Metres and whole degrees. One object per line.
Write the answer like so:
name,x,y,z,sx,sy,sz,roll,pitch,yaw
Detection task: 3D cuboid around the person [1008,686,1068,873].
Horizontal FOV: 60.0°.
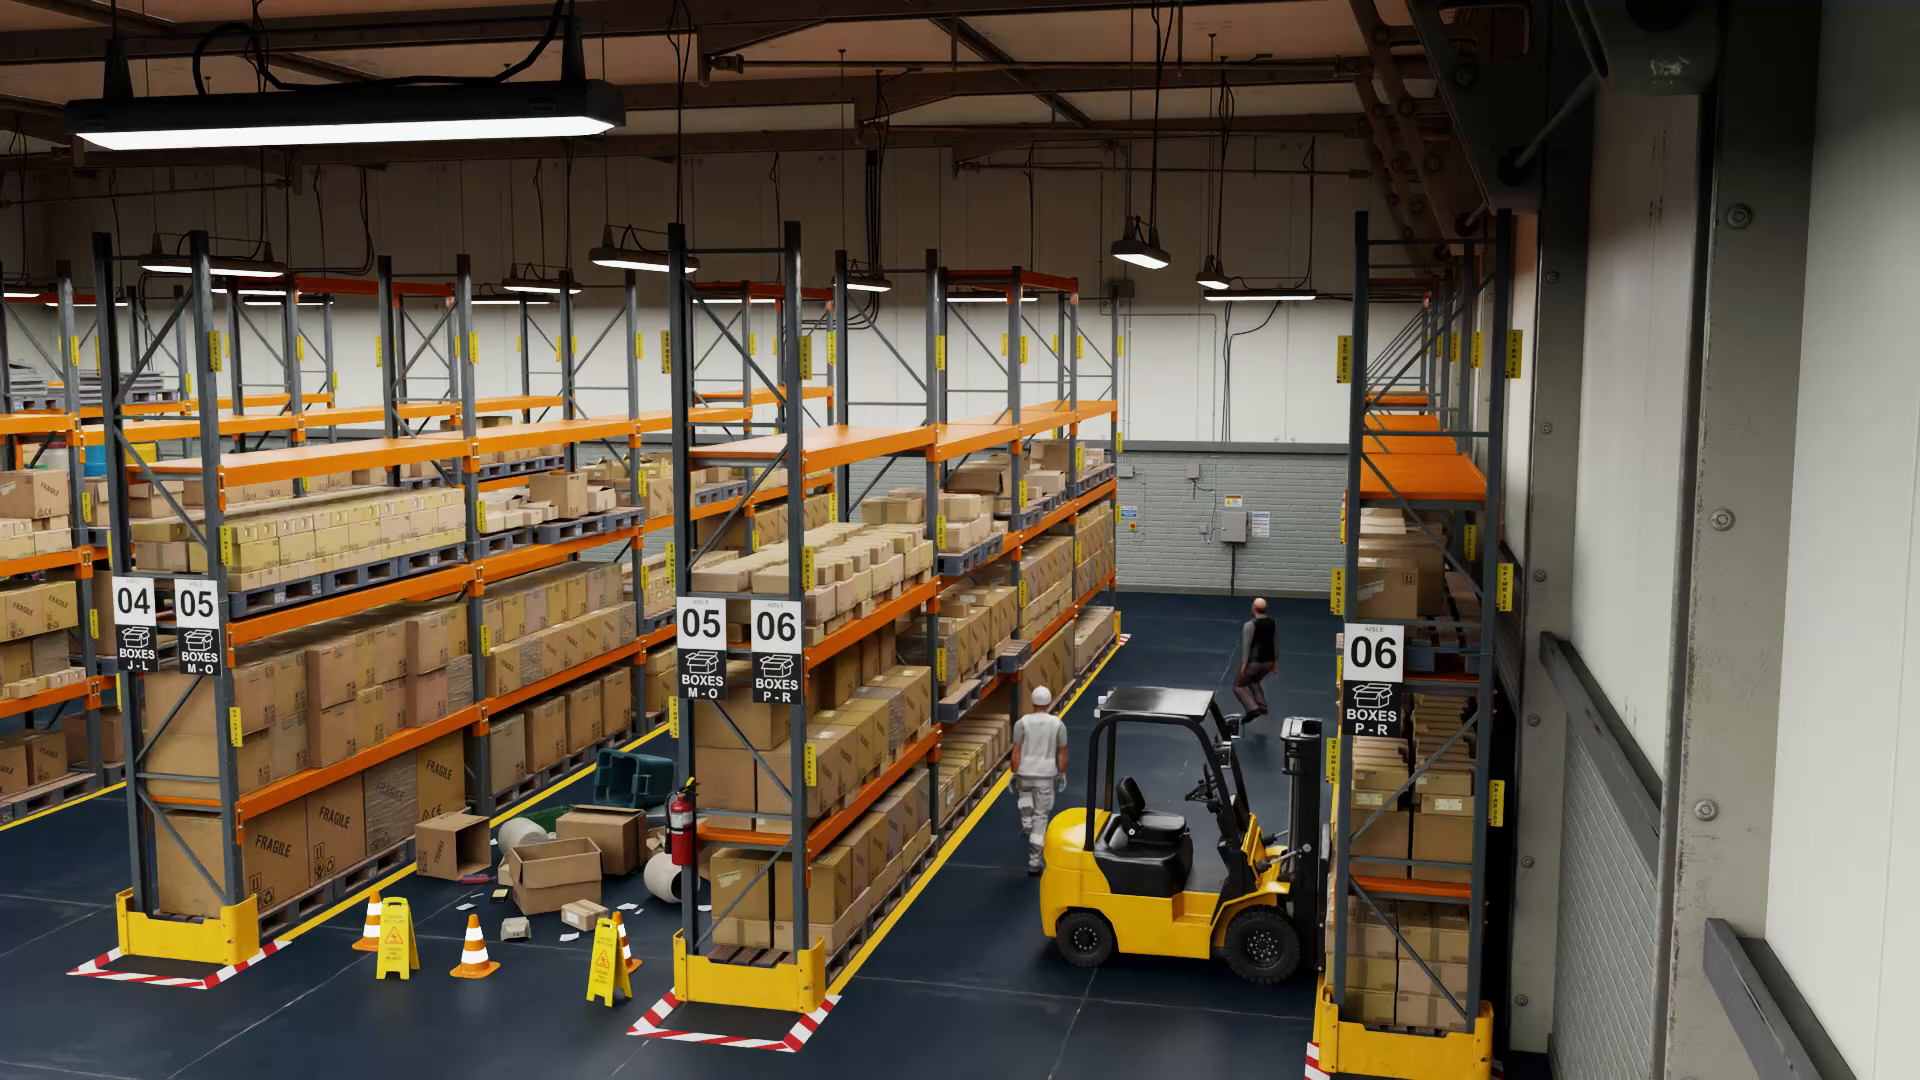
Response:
person,0.768,2.293,16.243,0.561,1.760,0.700,1,7,9

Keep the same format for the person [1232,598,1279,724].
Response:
person,3.860,1.557,21.596,0.573,1.619,0.574,-3,8,-24
